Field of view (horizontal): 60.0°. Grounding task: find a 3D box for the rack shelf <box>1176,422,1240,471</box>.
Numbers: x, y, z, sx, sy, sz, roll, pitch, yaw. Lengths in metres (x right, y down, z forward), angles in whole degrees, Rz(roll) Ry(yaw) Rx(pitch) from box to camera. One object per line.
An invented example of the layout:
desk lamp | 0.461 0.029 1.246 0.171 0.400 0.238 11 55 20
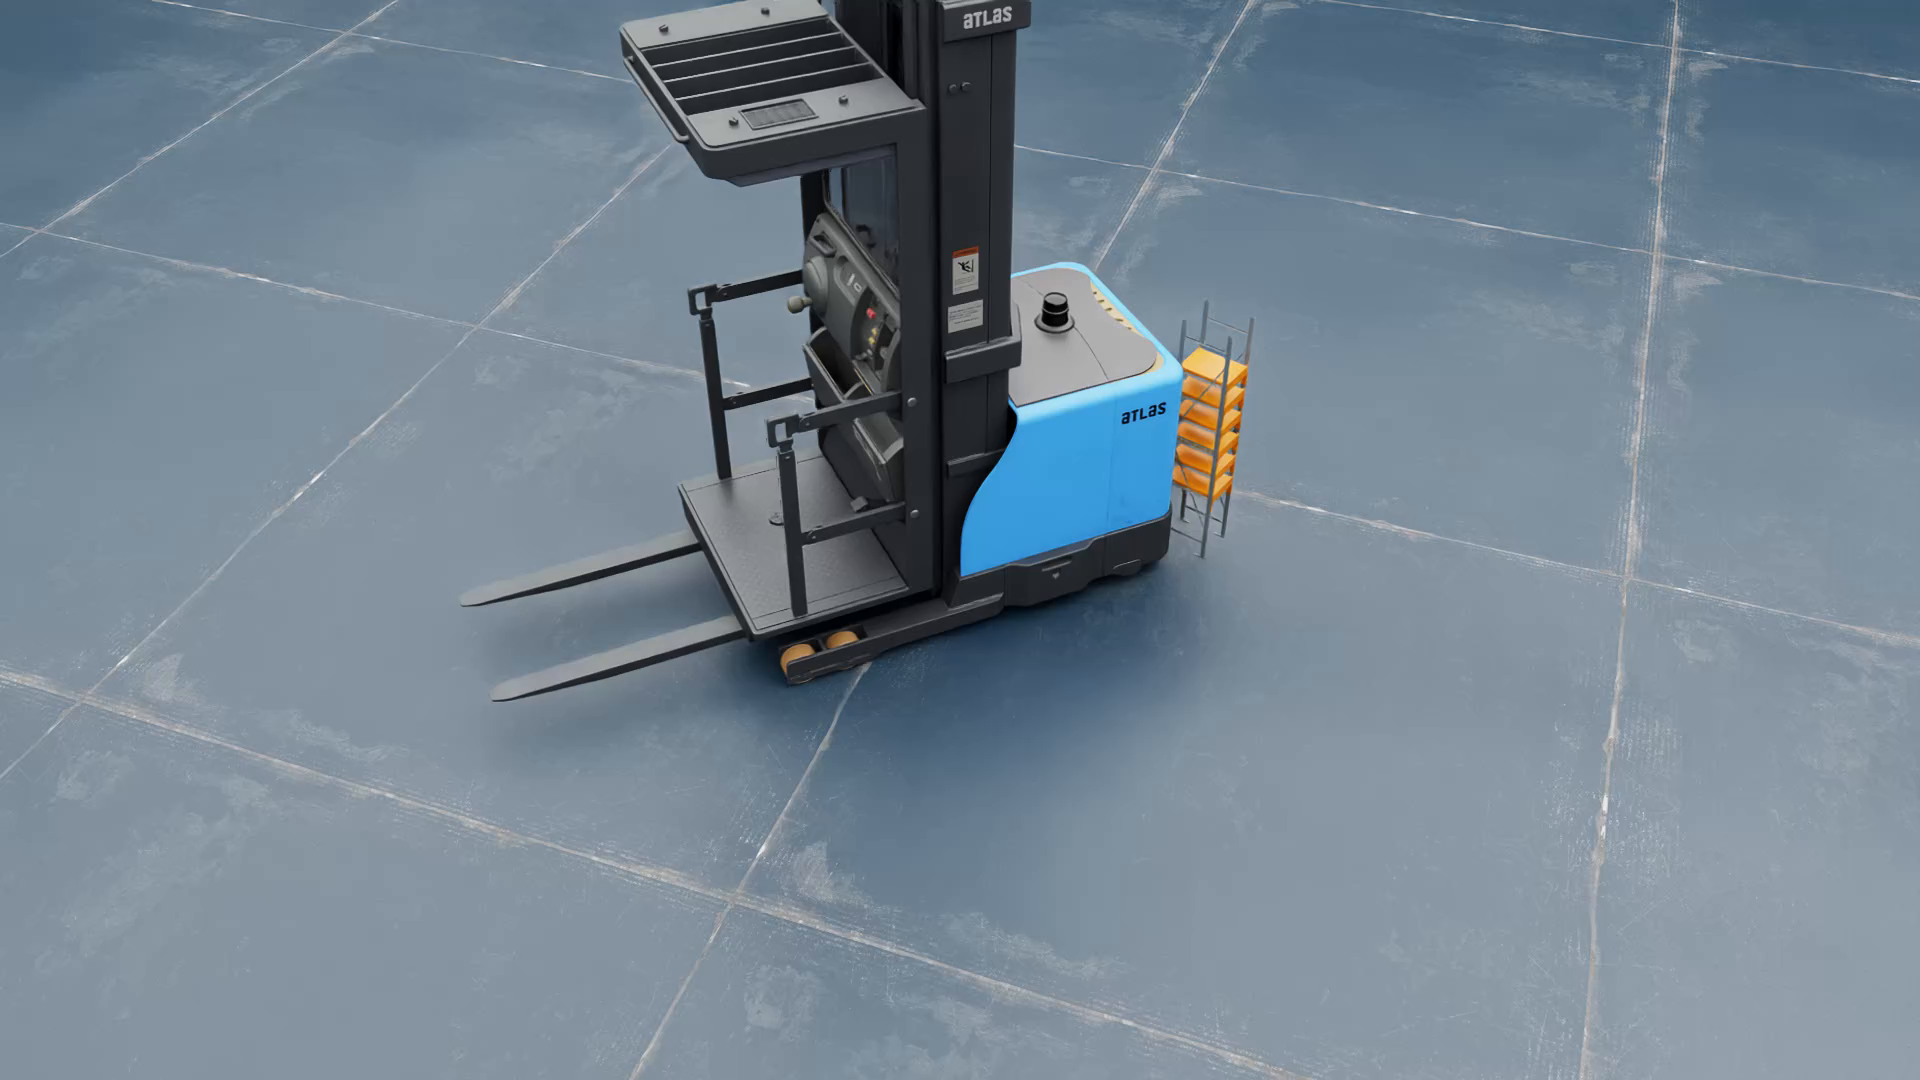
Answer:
rack shelf | 1.078 -0.433 7.355 0.258 0.103 0.180 26 47 27

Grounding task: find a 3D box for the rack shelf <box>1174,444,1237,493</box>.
rack shelf | 1.077 -0.342 7.432 0.258 0.103 0.180 26 47 27

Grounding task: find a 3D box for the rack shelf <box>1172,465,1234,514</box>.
rack shelf | 1.077 -0.250 7.510 0.258 0.103 0.180 26 47 27

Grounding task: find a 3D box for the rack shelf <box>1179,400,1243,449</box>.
rack shelf | 1.078 -0.525 7.277 0.258 0.103 0.180 26 47 27

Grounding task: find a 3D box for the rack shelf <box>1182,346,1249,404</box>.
rack shelf | 1.079 -0.708 7.122 0.258 0.103 0.180 26 47 27

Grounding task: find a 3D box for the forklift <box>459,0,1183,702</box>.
forklift | -0.616 -0.905 6.506 3.031 2.935 1.130 -16 43 -18

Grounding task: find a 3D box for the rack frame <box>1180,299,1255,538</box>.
rack frame | 1.133 -0.514 7.382 0.240 1.200 0.006 26 47 27

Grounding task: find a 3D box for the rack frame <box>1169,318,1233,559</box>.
rack frame | 1.023 -0.420 7.270 0.240 1.200 0.006 26 47 27

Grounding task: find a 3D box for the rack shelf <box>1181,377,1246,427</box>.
rack shelf | 1.079 -0.616 7.200 0.258 0.103 0.180 26 47 27

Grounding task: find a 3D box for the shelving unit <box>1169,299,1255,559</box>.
shelving unit | 1.078 -0.467 7.326 0.258 1.200 0.189 26 47 27
